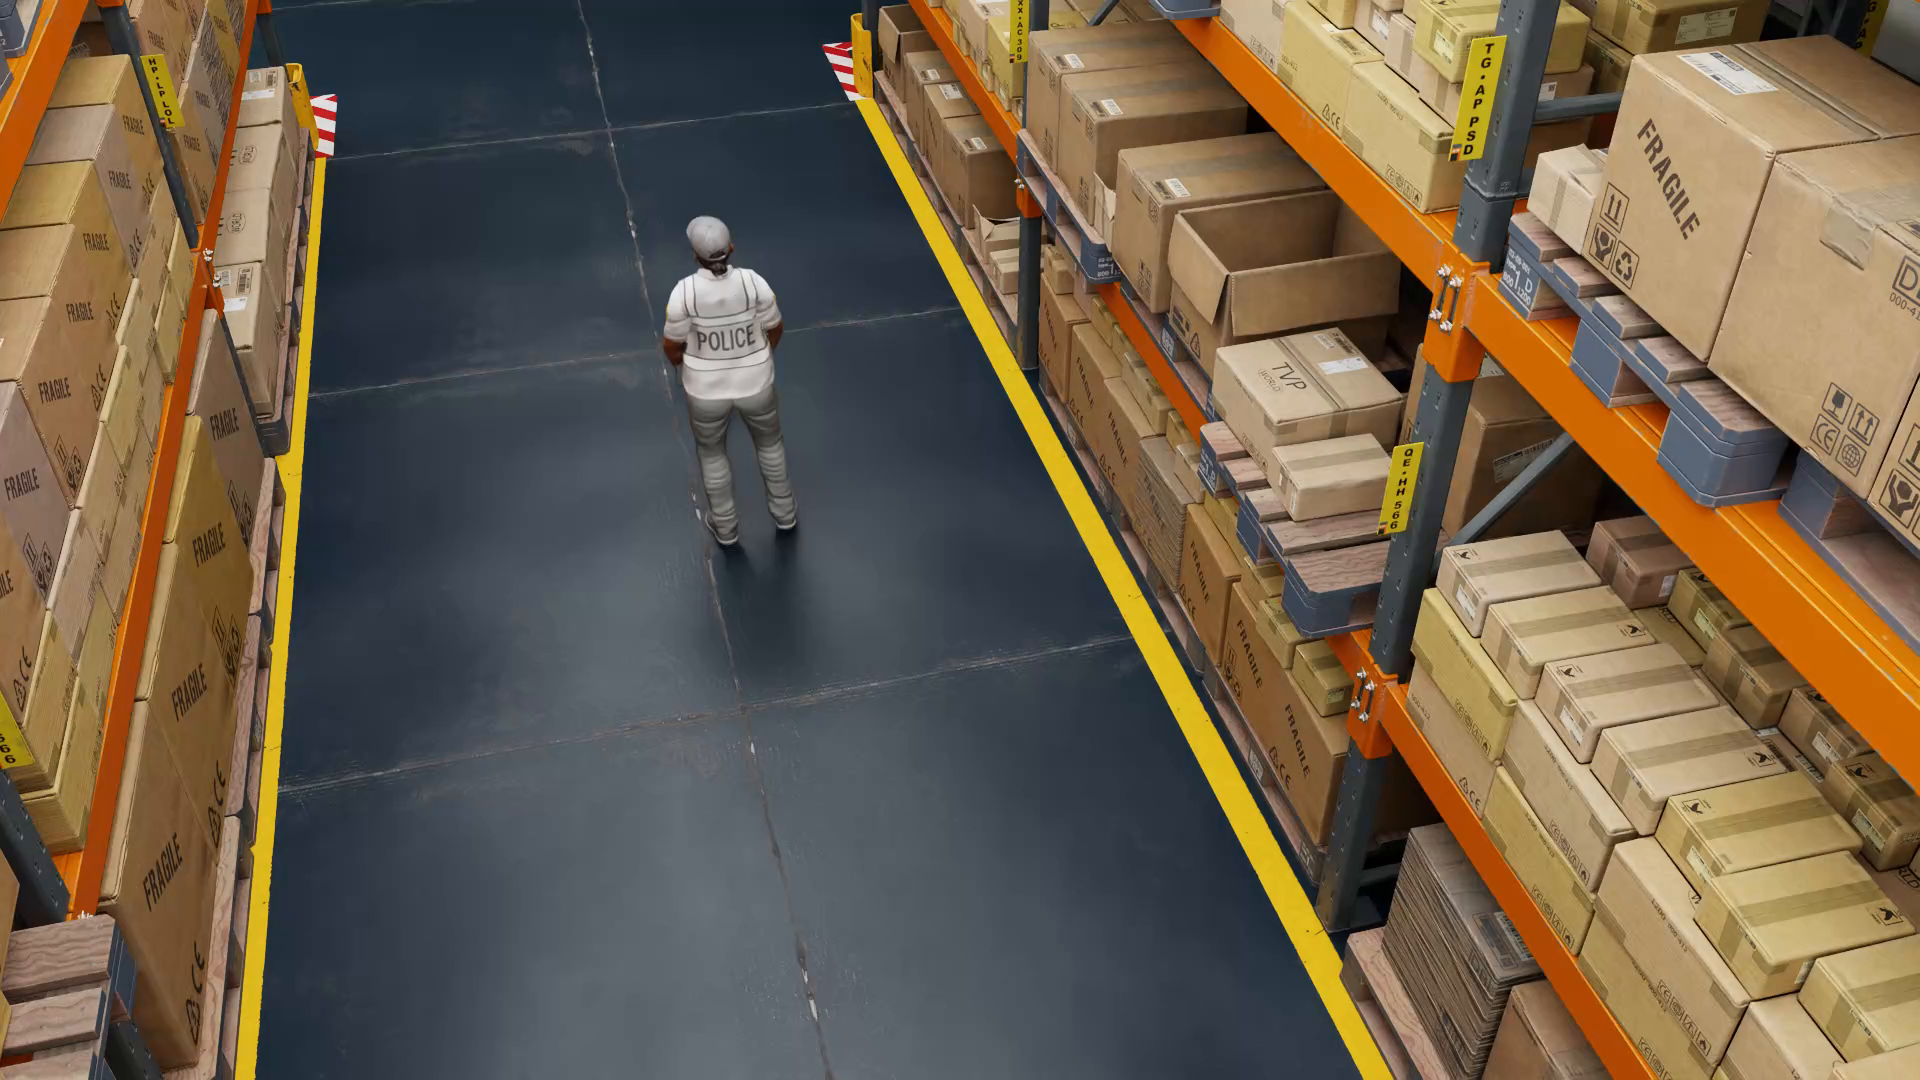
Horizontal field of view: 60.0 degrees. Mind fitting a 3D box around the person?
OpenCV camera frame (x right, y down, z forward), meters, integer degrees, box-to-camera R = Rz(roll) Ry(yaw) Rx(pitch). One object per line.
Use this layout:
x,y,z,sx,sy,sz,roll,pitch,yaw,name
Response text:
-1.057,-0.727,7.622,0.562,1.667,0.423,-9,39,-12,person
